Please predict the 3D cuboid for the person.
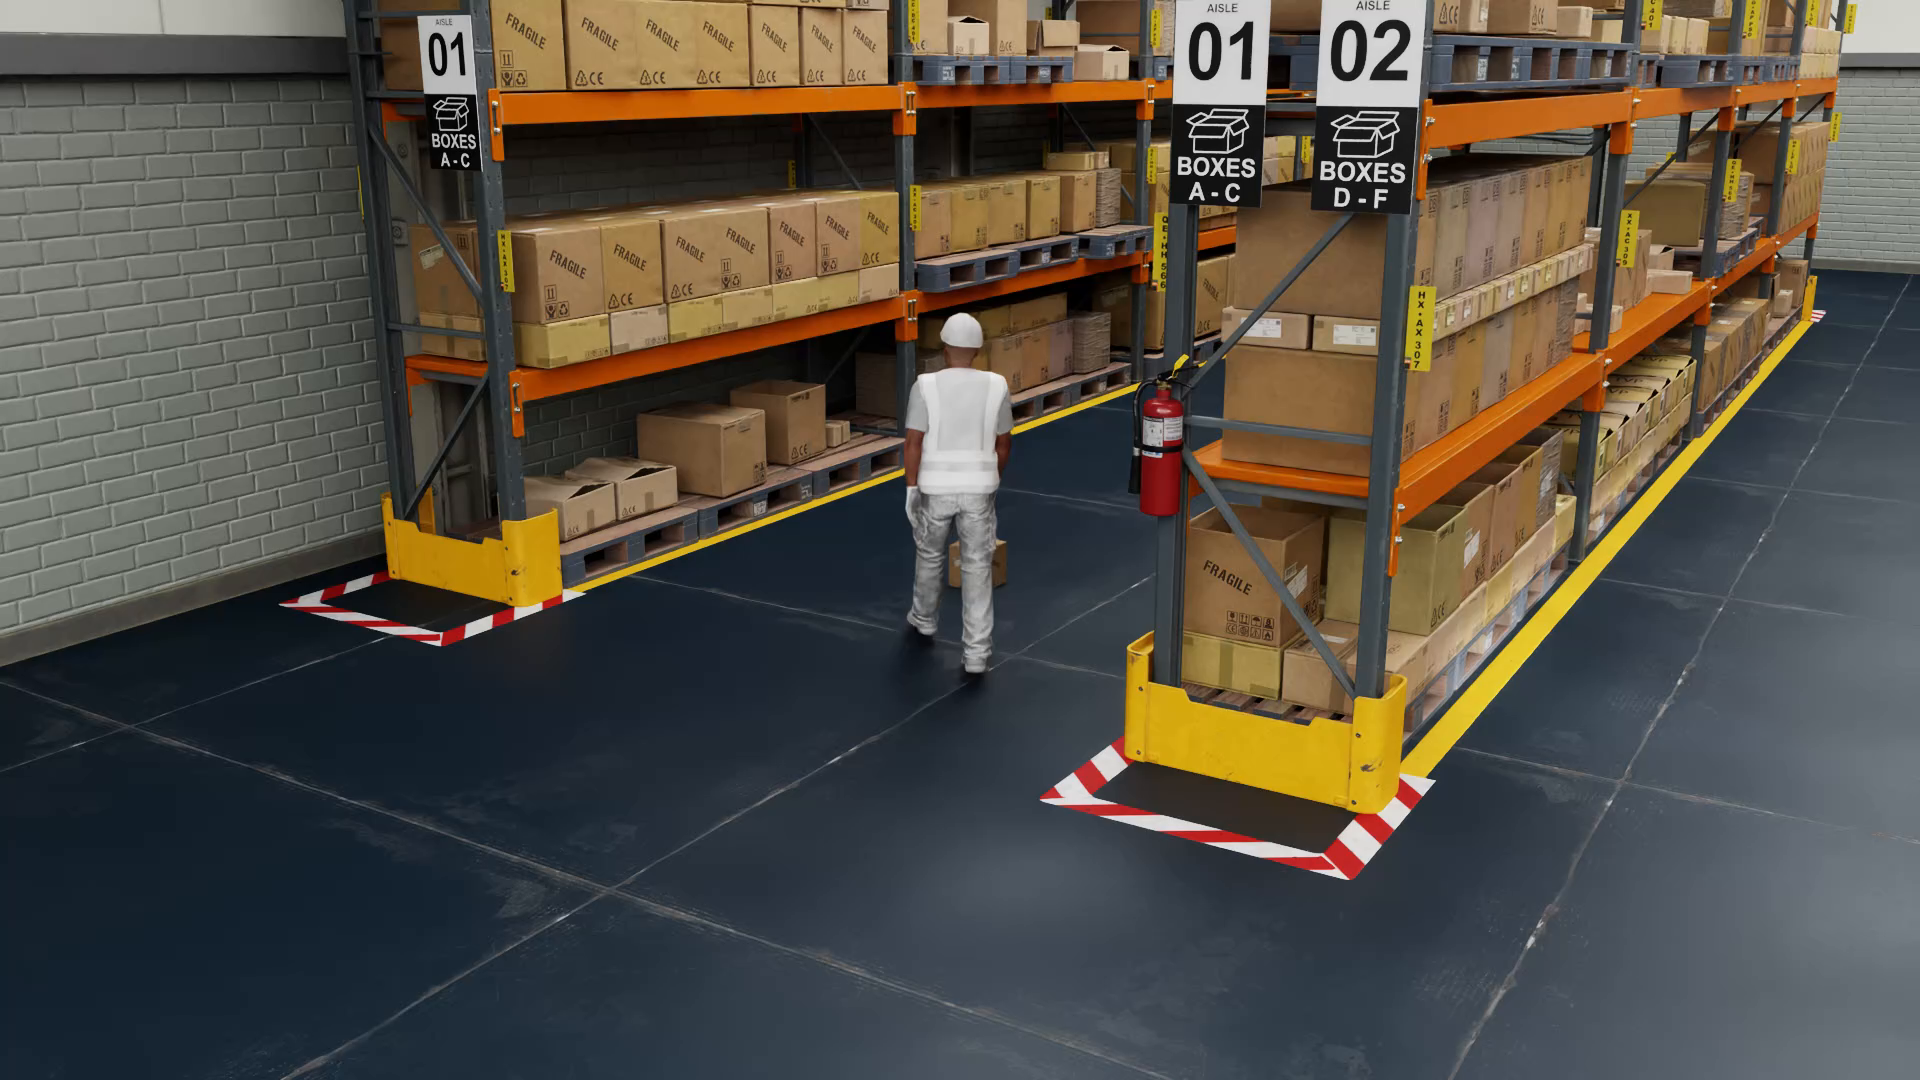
[{"bbox_3d":[-0.011,-0.279,8.402,0.558,1.731,0.977,-1,16,-4],"label":"person"}]
